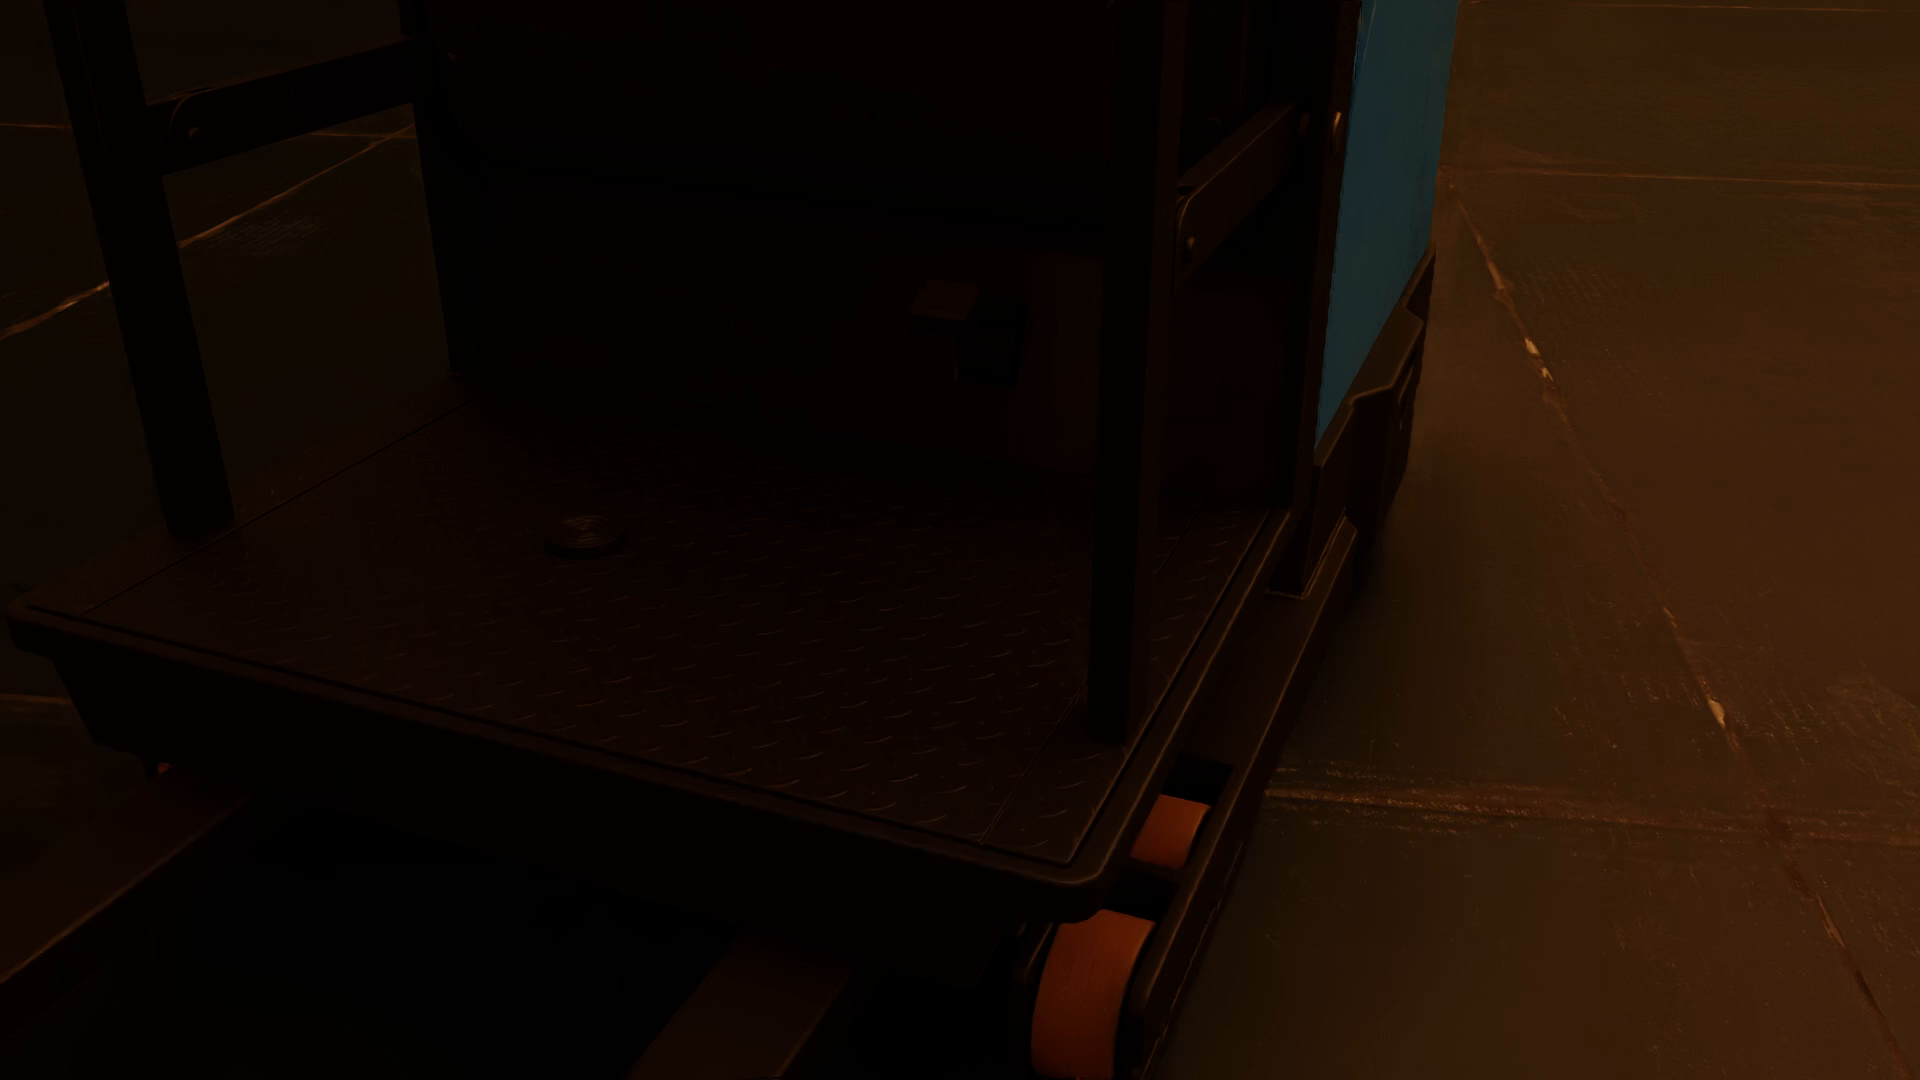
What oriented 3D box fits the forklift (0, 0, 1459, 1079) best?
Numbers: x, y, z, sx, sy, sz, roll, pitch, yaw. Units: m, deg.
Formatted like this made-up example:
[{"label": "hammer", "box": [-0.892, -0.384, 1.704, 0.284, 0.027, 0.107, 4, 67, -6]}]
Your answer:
[{"label": "forklift", "box": [-0.227, -1.028, 1.278, 1.130, 2.935, 3.031, 10, 28, 20]}]
